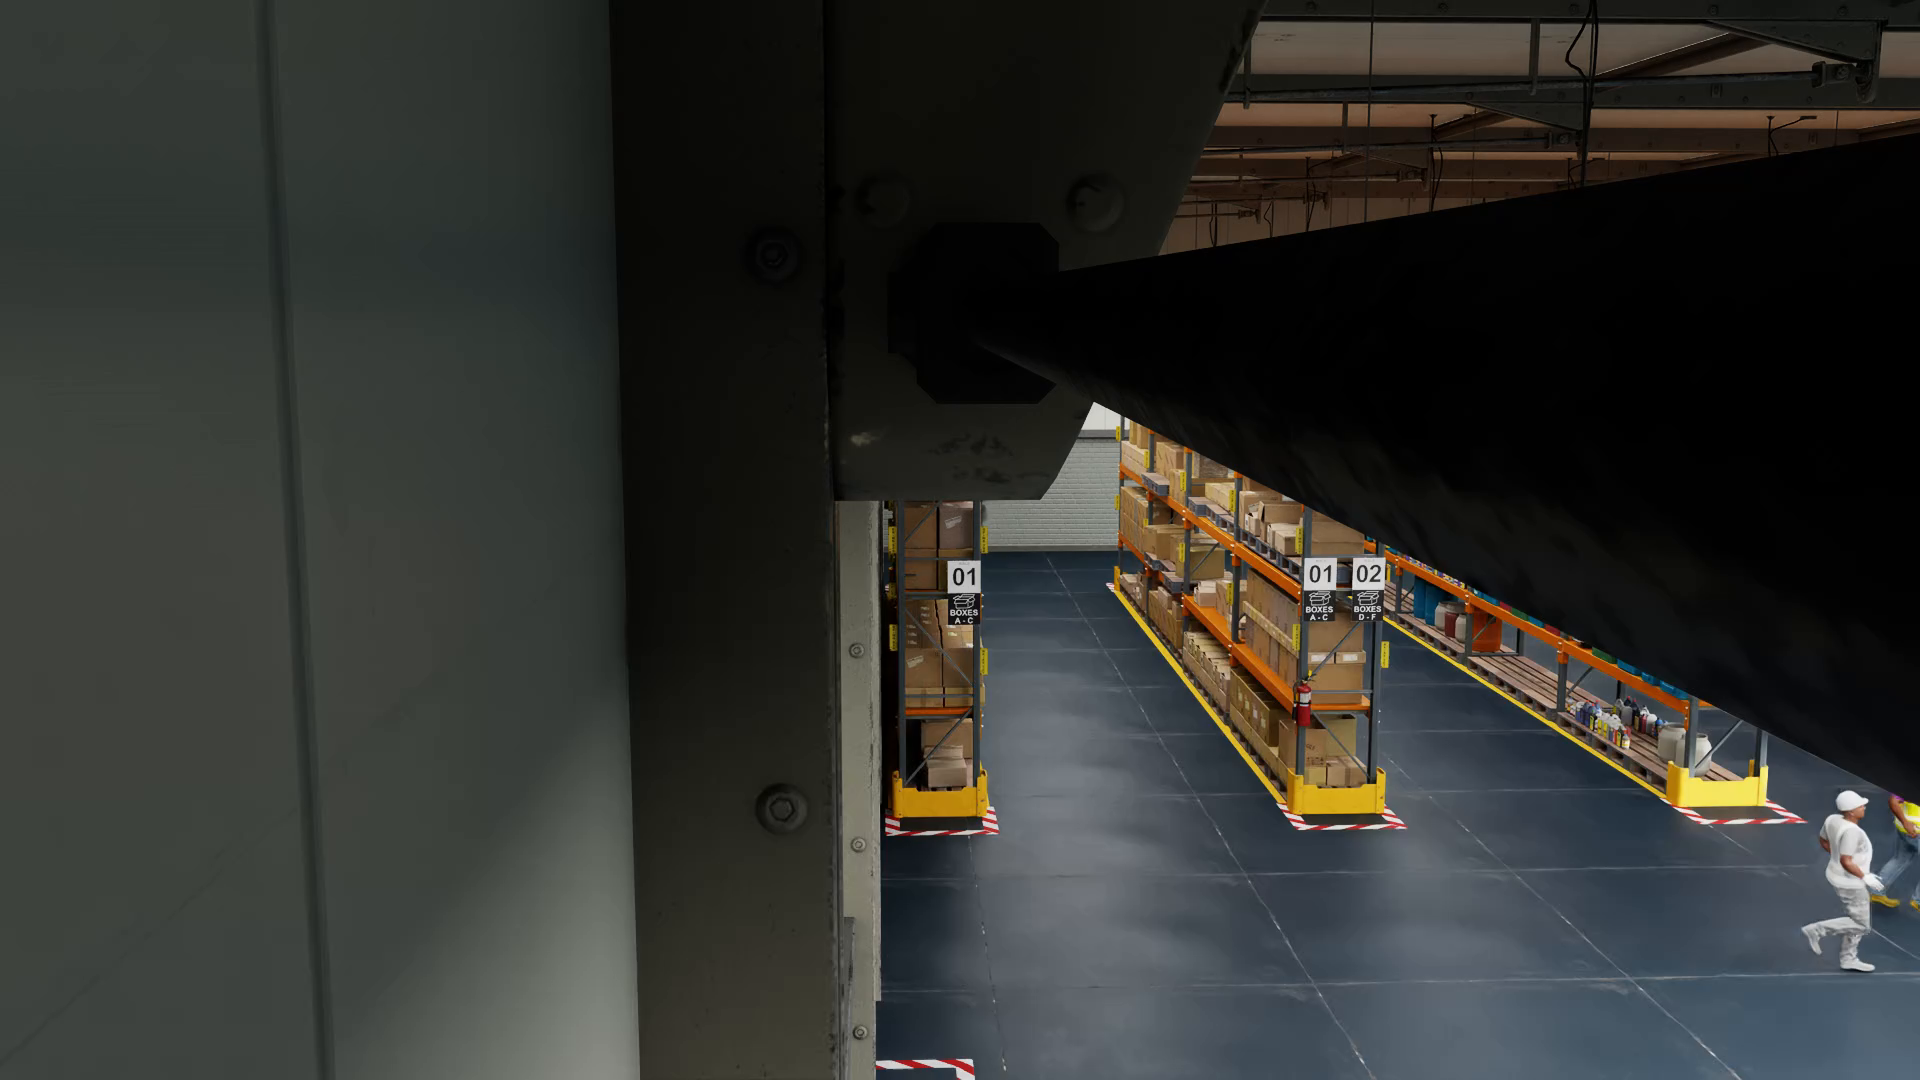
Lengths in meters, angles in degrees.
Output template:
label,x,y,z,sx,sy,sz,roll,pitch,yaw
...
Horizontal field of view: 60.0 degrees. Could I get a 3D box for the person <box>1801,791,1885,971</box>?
label,x,y,z,sx,sy,sz,roll,pitch,yaw
person,8.356,3.222,15.760,0.689,1.743,0.683,2,8,12

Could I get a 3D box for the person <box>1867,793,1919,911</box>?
label,x,y,z,sx,sy,sz,roll,pitch,yaw
person,9.827,3.013,17.123,0.751,1.823,0.669,3,9,18
